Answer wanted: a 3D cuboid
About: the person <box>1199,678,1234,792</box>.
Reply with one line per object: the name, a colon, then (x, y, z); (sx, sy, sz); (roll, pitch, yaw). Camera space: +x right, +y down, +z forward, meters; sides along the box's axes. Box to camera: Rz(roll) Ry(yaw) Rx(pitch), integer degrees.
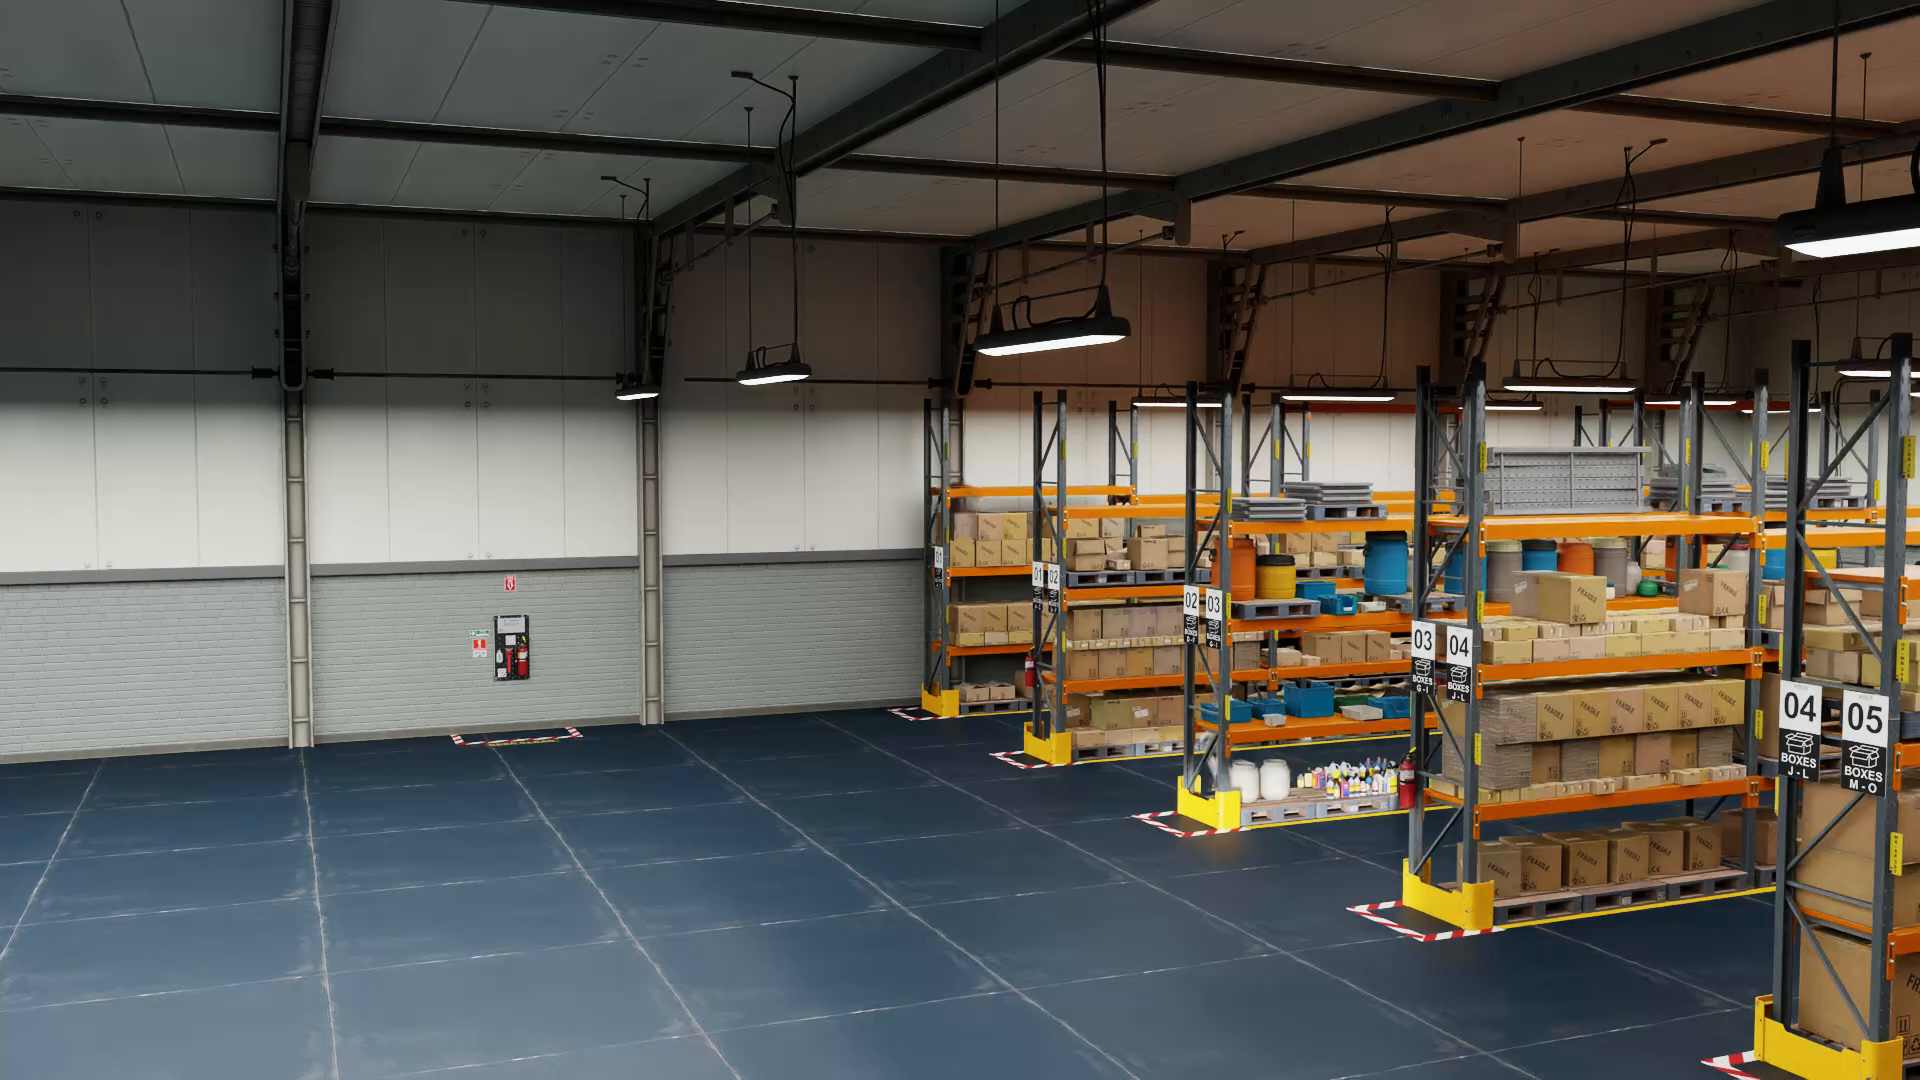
person: (3.789, 2.903, 24.583); (0.538, 1.721, 0.542); (0, 3, 0)
